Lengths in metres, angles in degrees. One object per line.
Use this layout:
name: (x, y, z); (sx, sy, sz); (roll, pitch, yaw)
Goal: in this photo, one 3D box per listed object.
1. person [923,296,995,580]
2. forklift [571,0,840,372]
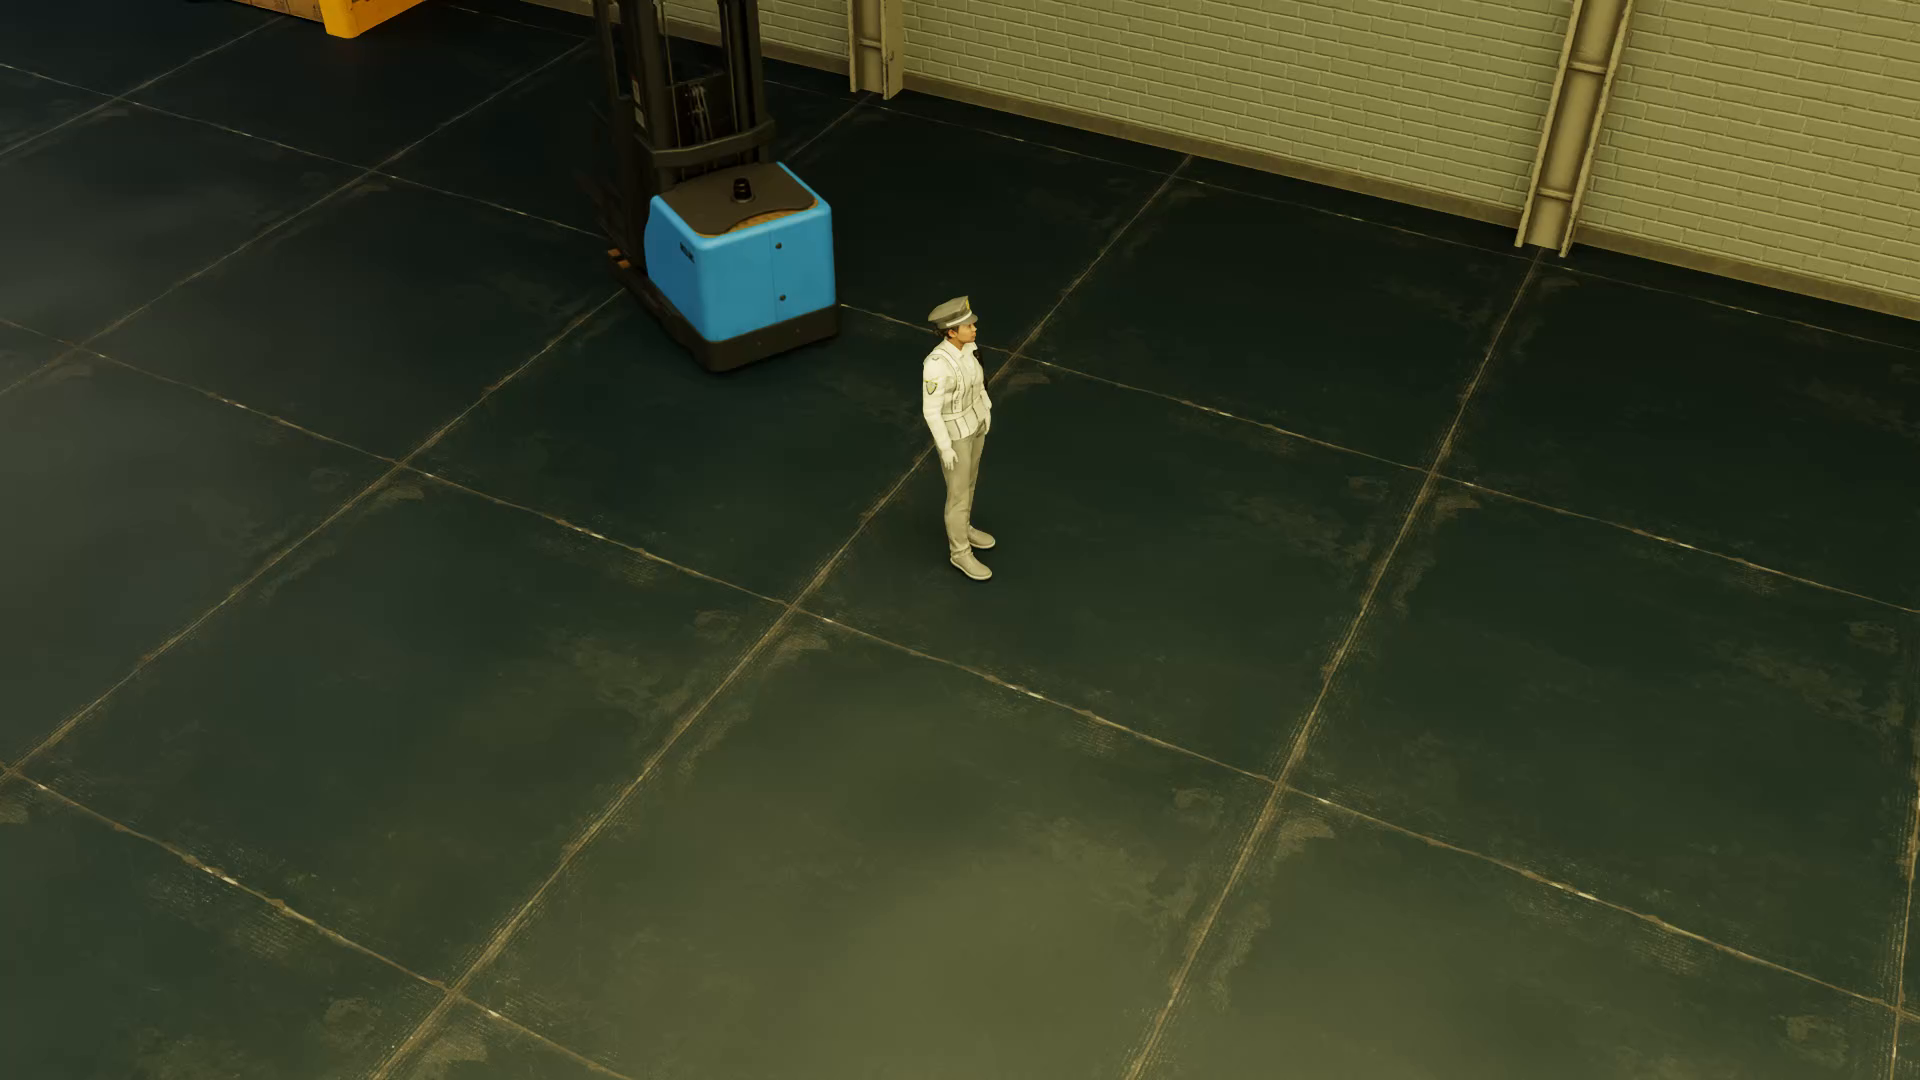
person: (0.057, -0.629, 9.682); (0.531, 1.694, 0.586); (18, 43, 21)
forklift: (-2.066, -3.215, 11.804); (1.130, 2.935, 3.031); (-22, 45, -24)
